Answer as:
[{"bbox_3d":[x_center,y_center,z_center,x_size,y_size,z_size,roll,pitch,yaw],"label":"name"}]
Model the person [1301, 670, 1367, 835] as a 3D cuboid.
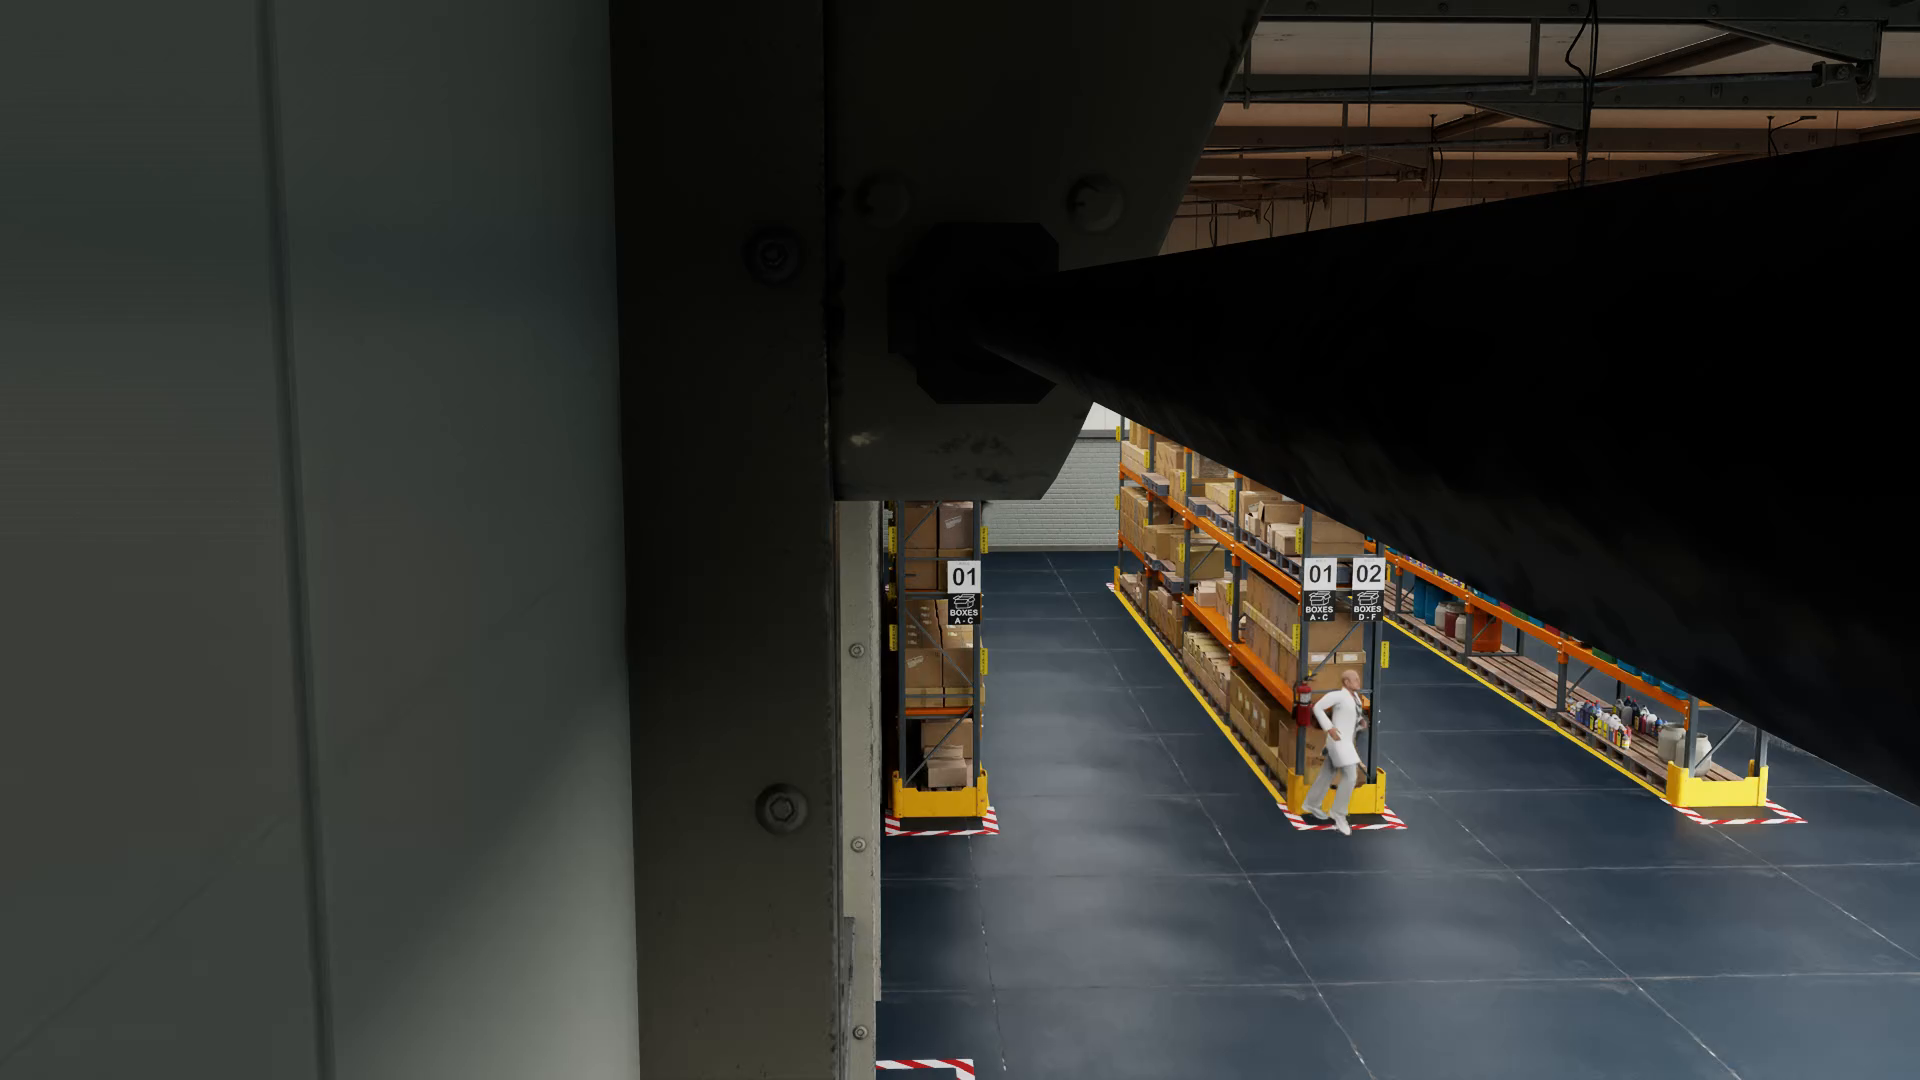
[{"bbox_3d":[4.399,2.428,19.375,0.704,1.868,0.681,5,9,29],"label":"person"}]
